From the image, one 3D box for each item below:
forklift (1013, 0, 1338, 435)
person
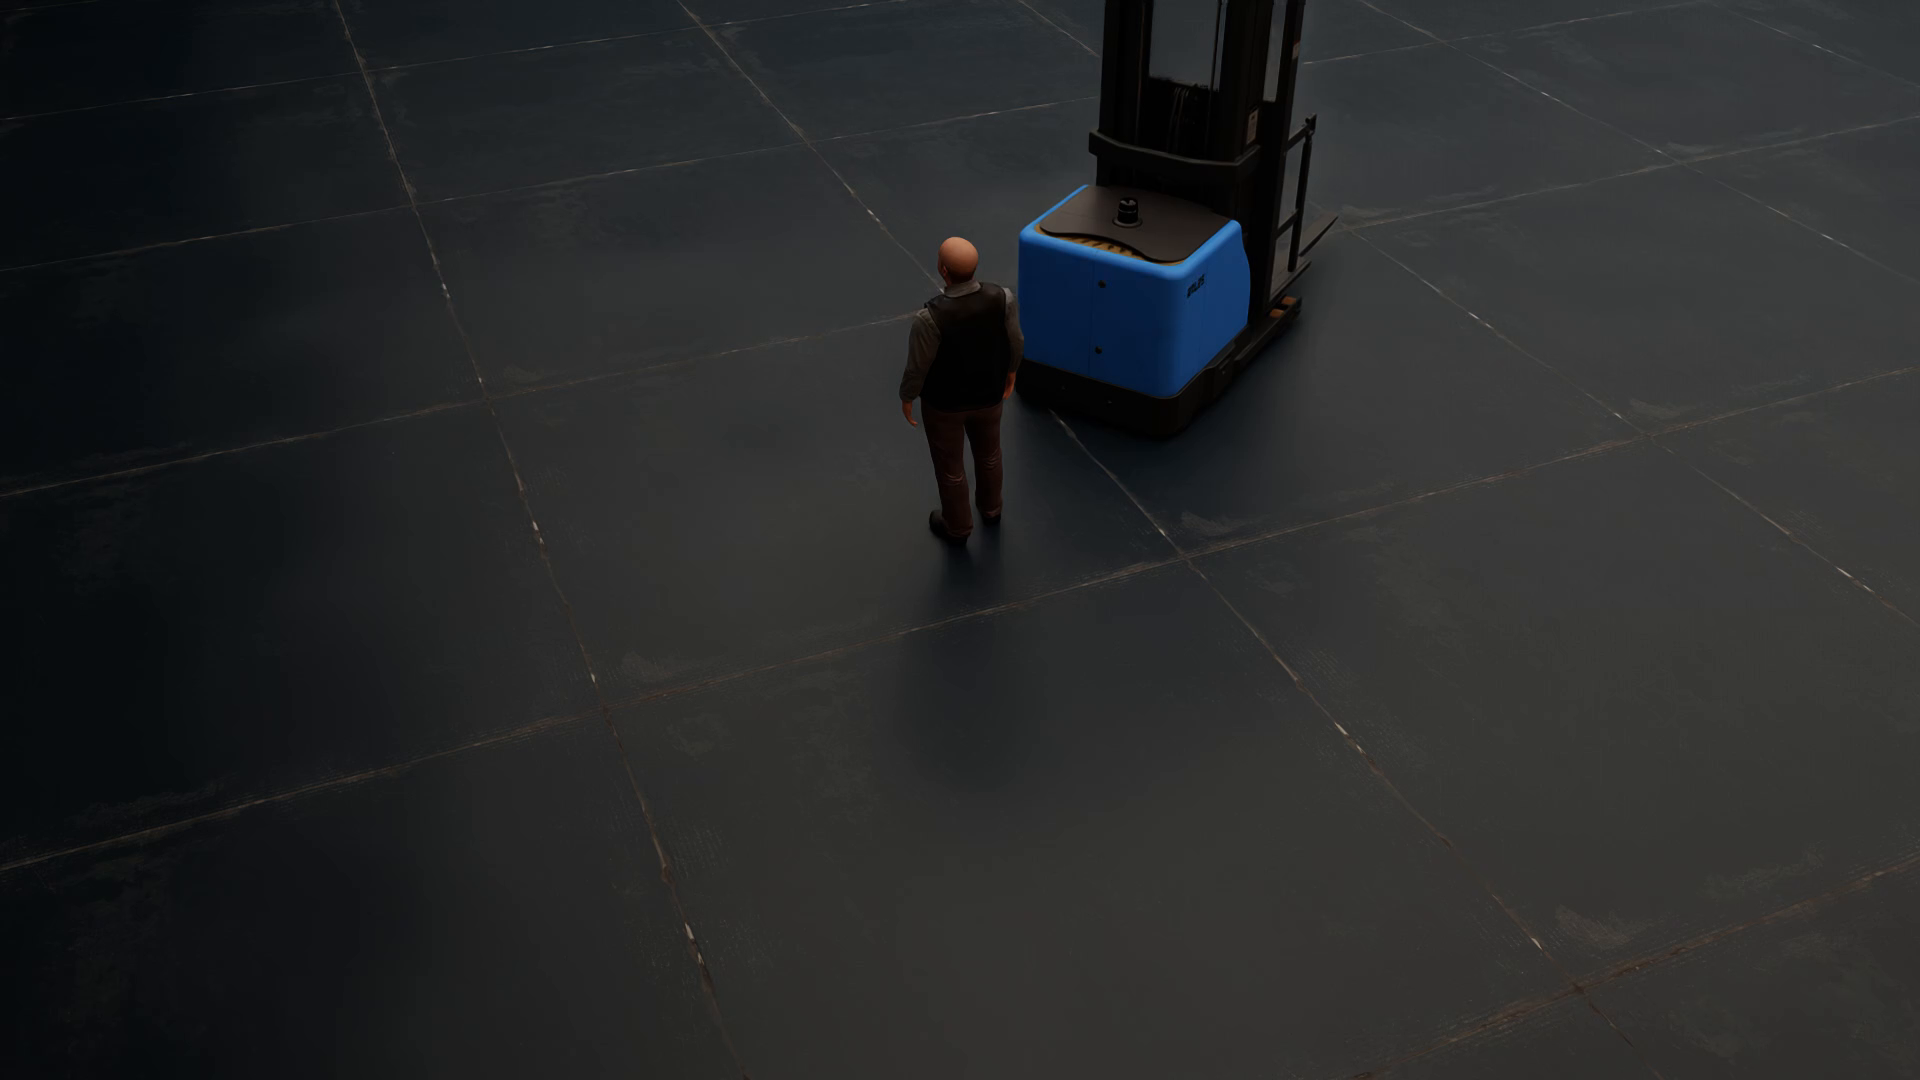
[{"bbox_3d":[1.511,-2.605,9.762,1.130,2.935,3.031,20,40,25],"label":"forklift"},{"bbox_3d":[-0.016,-0.742,8.174,0.632,1.720,0.568,-14,38,-19],"label":"person"}]
